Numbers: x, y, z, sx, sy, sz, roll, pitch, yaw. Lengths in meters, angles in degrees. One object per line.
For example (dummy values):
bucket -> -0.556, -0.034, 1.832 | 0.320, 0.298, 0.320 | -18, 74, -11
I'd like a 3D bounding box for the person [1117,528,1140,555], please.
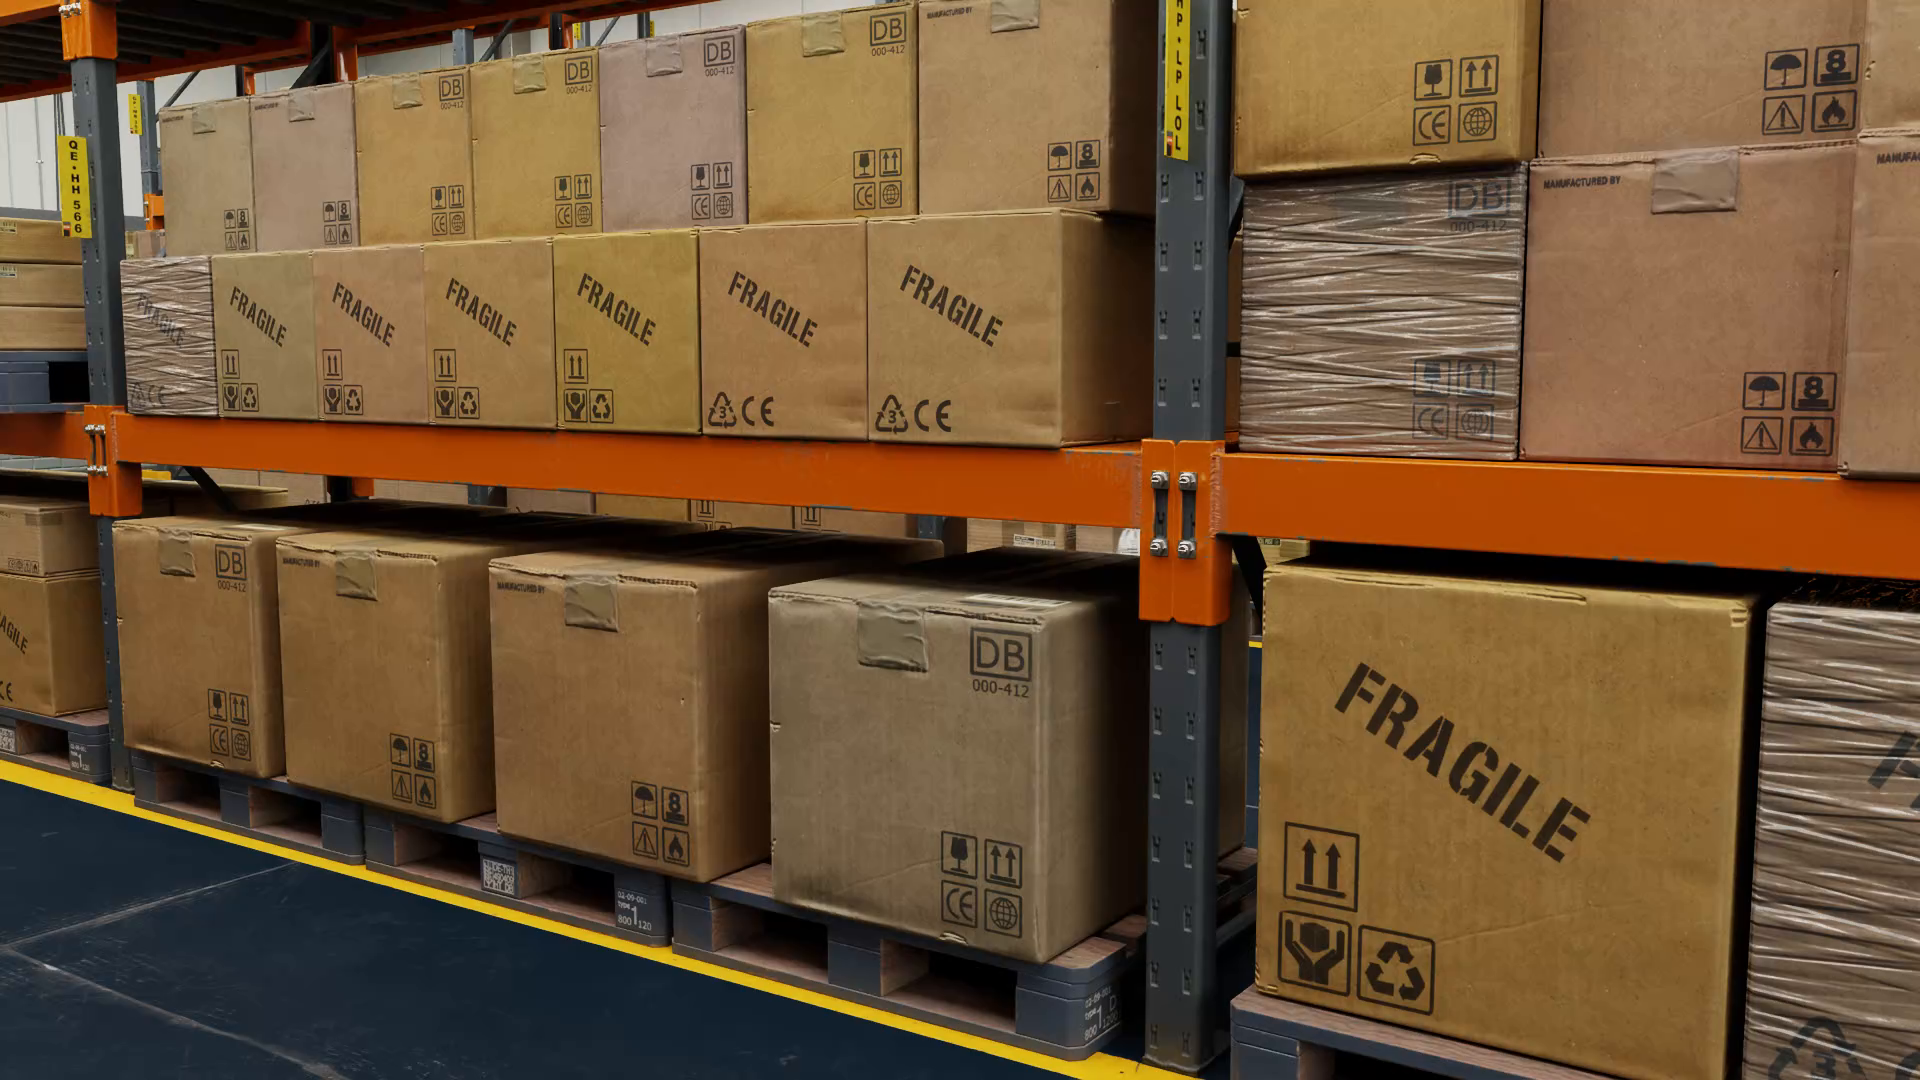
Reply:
person -> 0.925, 0.202, 7.361 | 0.460, 0.976, 0.867 | 4, 8, 32
